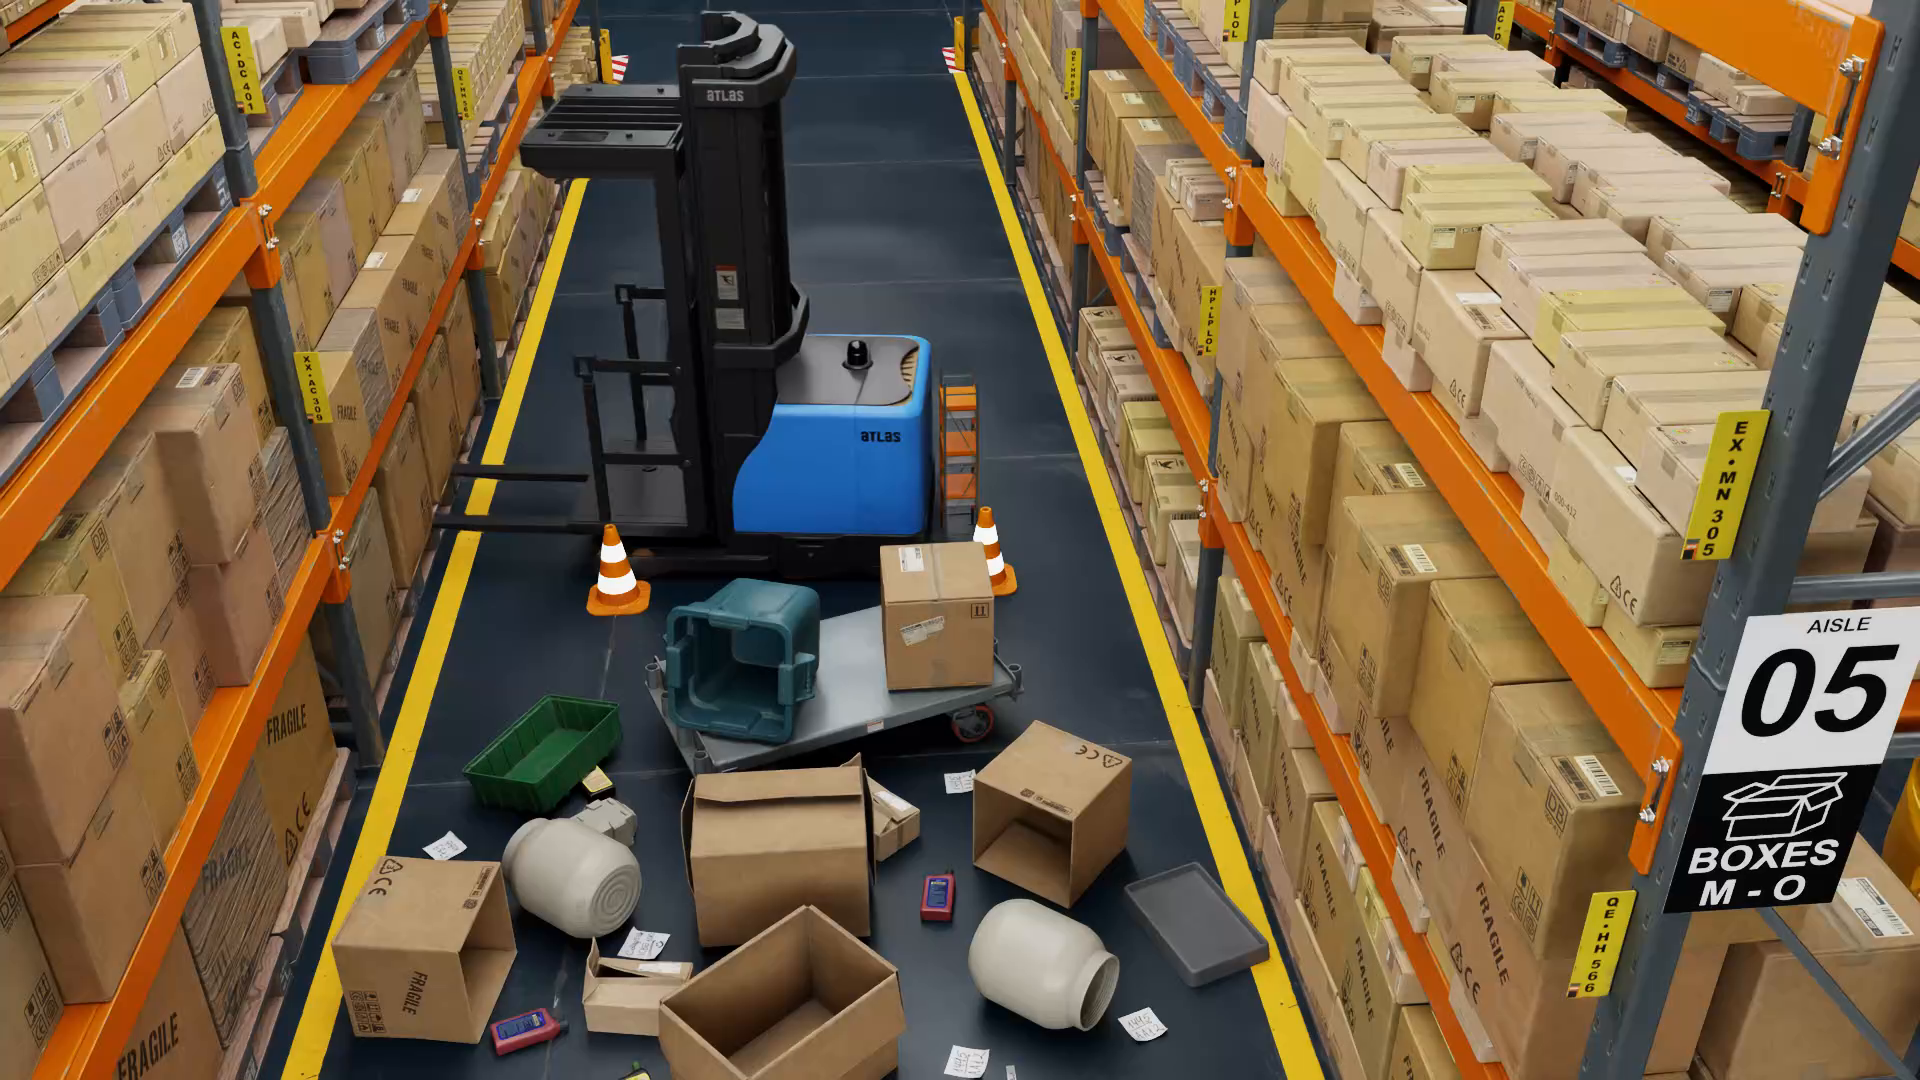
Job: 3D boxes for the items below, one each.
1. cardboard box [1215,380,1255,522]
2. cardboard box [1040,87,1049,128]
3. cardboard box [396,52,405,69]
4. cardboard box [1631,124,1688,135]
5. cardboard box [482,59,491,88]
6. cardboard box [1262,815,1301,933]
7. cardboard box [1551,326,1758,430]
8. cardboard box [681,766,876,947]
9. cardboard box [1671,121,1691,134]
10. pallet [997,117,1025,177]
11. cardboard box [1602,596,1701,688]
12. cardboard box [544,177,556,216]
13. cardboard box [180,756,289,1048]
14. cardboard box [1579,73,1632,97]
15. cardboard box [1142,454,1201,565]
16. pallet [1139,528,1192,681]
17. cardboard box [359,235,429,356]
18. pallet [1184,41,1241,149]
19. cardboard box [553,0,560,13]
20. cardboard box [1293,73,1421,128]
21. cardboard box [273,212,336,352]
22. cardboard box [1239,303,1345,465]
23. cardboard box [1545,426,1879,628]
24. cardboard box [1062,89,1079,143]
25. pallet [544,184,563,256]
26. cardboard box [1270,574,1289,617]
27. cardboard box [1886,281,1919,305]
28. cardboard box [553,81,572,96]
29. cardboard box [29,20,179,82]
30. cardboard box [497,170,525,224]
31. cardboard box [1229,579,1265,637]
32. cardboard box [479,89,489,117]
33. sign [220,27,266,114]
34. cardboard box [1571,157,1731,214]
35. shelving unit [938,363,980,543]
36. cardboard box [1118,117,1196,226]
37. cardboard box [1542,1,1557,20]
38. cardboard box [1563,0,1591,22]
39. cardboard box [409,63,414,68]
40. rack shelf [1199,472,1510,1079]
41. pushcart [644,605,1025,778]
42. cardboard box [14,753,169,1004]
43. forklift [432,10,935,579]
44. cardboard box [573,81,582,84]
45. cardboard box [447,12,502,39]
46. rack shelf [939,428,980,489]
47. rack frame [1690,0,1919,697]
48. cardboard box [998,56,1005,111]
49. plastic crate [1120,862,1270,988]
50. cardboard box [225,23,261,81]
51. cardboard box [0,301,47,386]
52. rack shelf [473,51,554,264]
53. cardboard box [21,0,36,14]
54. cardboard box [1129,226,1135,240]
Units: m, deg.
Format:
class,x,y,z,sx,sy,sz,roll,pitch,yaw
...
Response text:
class,x,y,z,sx,sy,sz,roll,pitch,yaw
cardboard box,1.419,-0.426,7.150,0.500,0.500,0.500,-3,31,-5
cardboard box,0.881,-3.235,12.386,0.500,0.250,0.500,-3,31,-5
cardboard box,-4.284,-3.467,12.175,0.380,0.149,0.250,-3,31,-6
cardboard box,5.802,-3.343,13.818,0.380,0.149,0.250,-2,31,-3
cardboard box,-3.605,-3.360,11.996,0.380,0.149,0.250,-3,31,-5
cardboard box,1.555,1.364,6.813,0.500,0.250,0.500,-3,31,-5
cardboard box,1.675,-0.394,4.028,0.380,0.149,0.250,-3,31,-5
cardboard box,-0.752,1.310,6.934,0.797,0.637,0.503,-3,31,-5
cardboard box,6.254,-3.498,14.077,0.380,0.149,0.250,-2,31,-3
pallet,0.914,-3.772,15.860,1.003,0.211,1.213,-3,31,-5
cardboard box,1.717,0.200,3.809,0.380,0.149,0.250,-3,31,-4
cardboard box,-3.691,-3.030,13.926,0.500,0.500,0.500,-3,31,-6
cardboard box,-3.187,1.312,6.291,0.875,0.875,0.875,-3,31,-4
cardboard box,5.690,-4.004,14.634,0.380,0.149,0.250,-4,31,-7
cardboard box,1.533,-0.180,9.279,0.950,0.372,0.625,-1,31,-1
pallet,1.581,0.307,9.031,1.003,0.211,1.213,-3,31,-5
cardboard box,-3.184,-1.301,8.905,0.500,0.500,0.500,-2,31,-4
pallet,1.703,-2.020,7.465,1.213,0.211,1.003,-3,31,-5
cardboard box,-3.860,-4.977,14.769,0.500,0.500,0.500,-3,31,-5
cardboard box,1.428,-1.572,5.999,0.380,0.149,0.250,-4,31,-6
cardboard box,-3.366,-1.192,7.748,0.700,0.500,0.500,-3,31,-5
cardboard box,1.506,-0.596,6.460,0.700,0.500,0.500,-3,31,-4
cardboard box,1.713,-0.050,3.840,0.500,0.250,0.500,-3,31,-5
cardboard box,0.983,-2.921,11.373,0.500,0.250,0.500,-3,31,-5
pallet,-3.937,-2.694,14.055,1.003,0.211,1.213,-3,31,-5
cardboard box,1.484,0.180,6.769,0.380,0.149,0.250,-2,31,-3
cardboard box,6.336,-1.283,10.880,0.875,0.625,0.625,-2,31,-3
cardboard box,-3.866,-4.222,15.684,0.380,0.149,0.250,-2,31,-4
cardboard box,-2.889,-1.649,5.621,0.380,0.149,0.250,-3,31,-5
cardboard box,-3.542,-2.551,12.393,0.500,0.250,0.500,-3,31,-4
cardboard box,1.393,0.288,7.251,0.380,0.149,0.250,-2,31,-4
cardboard box,-3.583,-3.105,11.859,0.380,0.149,0.250,-2,31,-3
sign,-2.712,-1.775,6.291,0.100,0.325,0.005,-3,31,-5
cardboard box,2.142,-1.077,5.170,0.380,0.149,0.250,-2,31,-4
shelving unit,-0.005,-0.478,9.527,0.215,1.050,0.252,-3,31,-5
cardboard box,1.205,-2.109,9.558,0.500,0.500,0.500,-2,31,-4
cardboard box,5.568,-4.860,15.206,0.380,0.149,0.250,-2,31,-4
cardboard box,5.672,-4.783,14.325,0.700,0.500,0.500,-2,31,-3
cardboard box,-4.305,-3.472,12.472,0.380,0.149,0.250,-3,31,-5
rack shelf,1.842,0.837,6.125,1.077,0.370,4.000,-3,31,-5
pushcart,-0.610,0.768,8.097,1.648,0.377,0.936,-14,33,-22
cardboard box,-2.970,1.015,4.980,0.875,0.550,0.550,-3,31,-5
forklift,-1.683,-1.309,9.084,3.031,2.935,1.130,1,31,2
cardboard box,-3.881,-4.359,16.203,0.380,0.149,0.250,-2,31,-4
cardboard box,-3.687,-3.892,12.596,0.380,0.149,0.250,-4,31,-6
rack shelf,-0.005,-0.469,9.532,0.215,0.259,0.240,-3,31,-5
rack frame,2.029,-1.026,2.693,1.000,3.000,0.127,-3,31,-5
cardboard box,0.871,-4.440,16.348,0.875,0.438,0.875,-4,31,-6
plastic crate,0.985,1.601,6.991,0.402,0.080,0.583,-14,33,-22
cardboard box,-3.072,-1.978,6.835,0.258,0.266,0.396,-3,31,-5
cardboard box,-2.746,-0.530,4.525,0.380,0.149,0.250,-2,31,-4
rack shelf,-3.825,-2.959,12.480,1.077,0.370,4.000,-3,31,-5
cardboard box,-8.803,-4.958,15.370,0.380,0.149,0.250,-4,31,-6
cardboard box,1.204,-1.884,9.815,0.380,0.149,0.250,-1,31,-2
